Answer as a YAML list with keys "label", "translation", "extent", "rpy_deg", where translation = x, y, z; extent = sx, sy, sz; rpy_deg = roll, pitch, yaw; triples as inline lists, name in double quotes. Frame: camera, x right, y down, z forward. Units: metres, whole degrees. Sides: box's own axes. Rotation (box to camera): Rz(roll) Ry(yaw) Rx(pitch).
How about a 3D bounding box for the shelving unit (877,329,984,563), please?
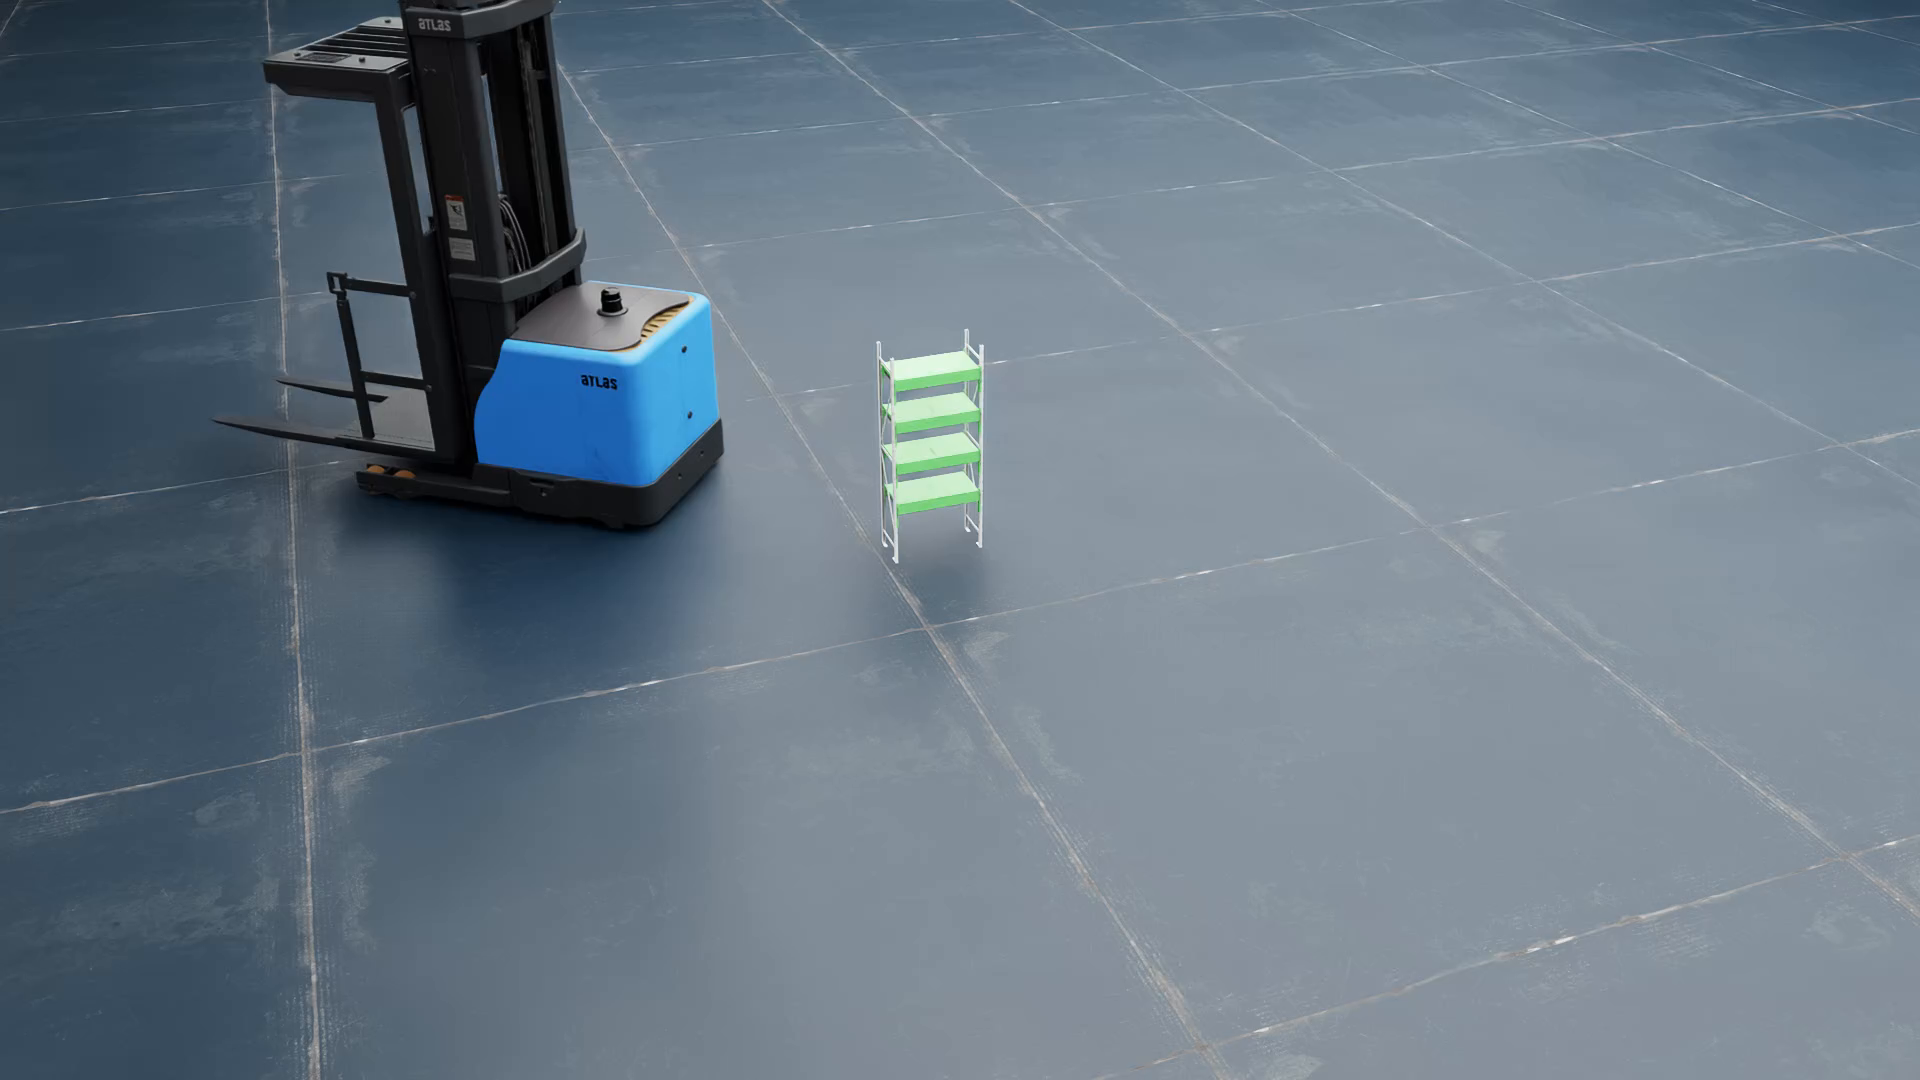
- label: "shelving unit"
  translation: [-0.155, -0.493, 8.903]
  extent: [0.503, 1.200, 0.258]
  rpy_deg: [-10, 31, -18]

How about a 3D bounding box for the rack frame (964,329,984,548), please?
- label: "rack frame"
  translation: [0.074, -0.535, 8.977]
  extent: [0.015, 1.200, 0.240]
  rpy_deg: [-10, 31, -18]

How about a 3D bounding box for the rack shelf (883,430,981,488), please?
- label: "rack shelf"
  translation: [-0.155, -0.437, 8.934]
  extent: [0.480, 0.148, 0.258]
  rpy_deg: [-10, 31, -18]

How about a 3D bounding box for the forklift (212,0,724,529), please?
- label: "forklift"
  translation: [-2.998, -1.747, 9.356]
  extent: [3.031, 2.935, 1.130]
  rpy_deg: [9, 31, 15]

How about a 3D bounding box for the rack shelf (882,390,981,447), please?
- label: "rack shelf"
  translation: [-0.155, -0.646, 8.816]
  extent: [0.480, 0.148, 0.258]
  rpy_deg: [-10, 31, -18]

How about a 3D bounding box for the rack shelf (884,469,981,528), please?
- label: "rack shelf"
  translation: [-0.155, -0.229, 9.053]
  extent: [0.480, 0.148, 0.258]
  rpy_deg: [-10, 31, -18]

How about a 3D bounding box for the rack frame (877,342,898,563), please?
- label: "rack frame"
  translation: [-0.384, -0.451, 8.829]
  extent: [0.015, 1.200, 0.240]
  rpy_deg: [-10, 31, -18]

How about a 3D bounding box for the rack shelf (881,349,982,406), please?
- label: "rack shelf"
  translation: [-0.155, -0.854, 8.697]
  extent: [0.480, 0.148, 0.258]
  rpy_deg: [-10, 31, -18]
